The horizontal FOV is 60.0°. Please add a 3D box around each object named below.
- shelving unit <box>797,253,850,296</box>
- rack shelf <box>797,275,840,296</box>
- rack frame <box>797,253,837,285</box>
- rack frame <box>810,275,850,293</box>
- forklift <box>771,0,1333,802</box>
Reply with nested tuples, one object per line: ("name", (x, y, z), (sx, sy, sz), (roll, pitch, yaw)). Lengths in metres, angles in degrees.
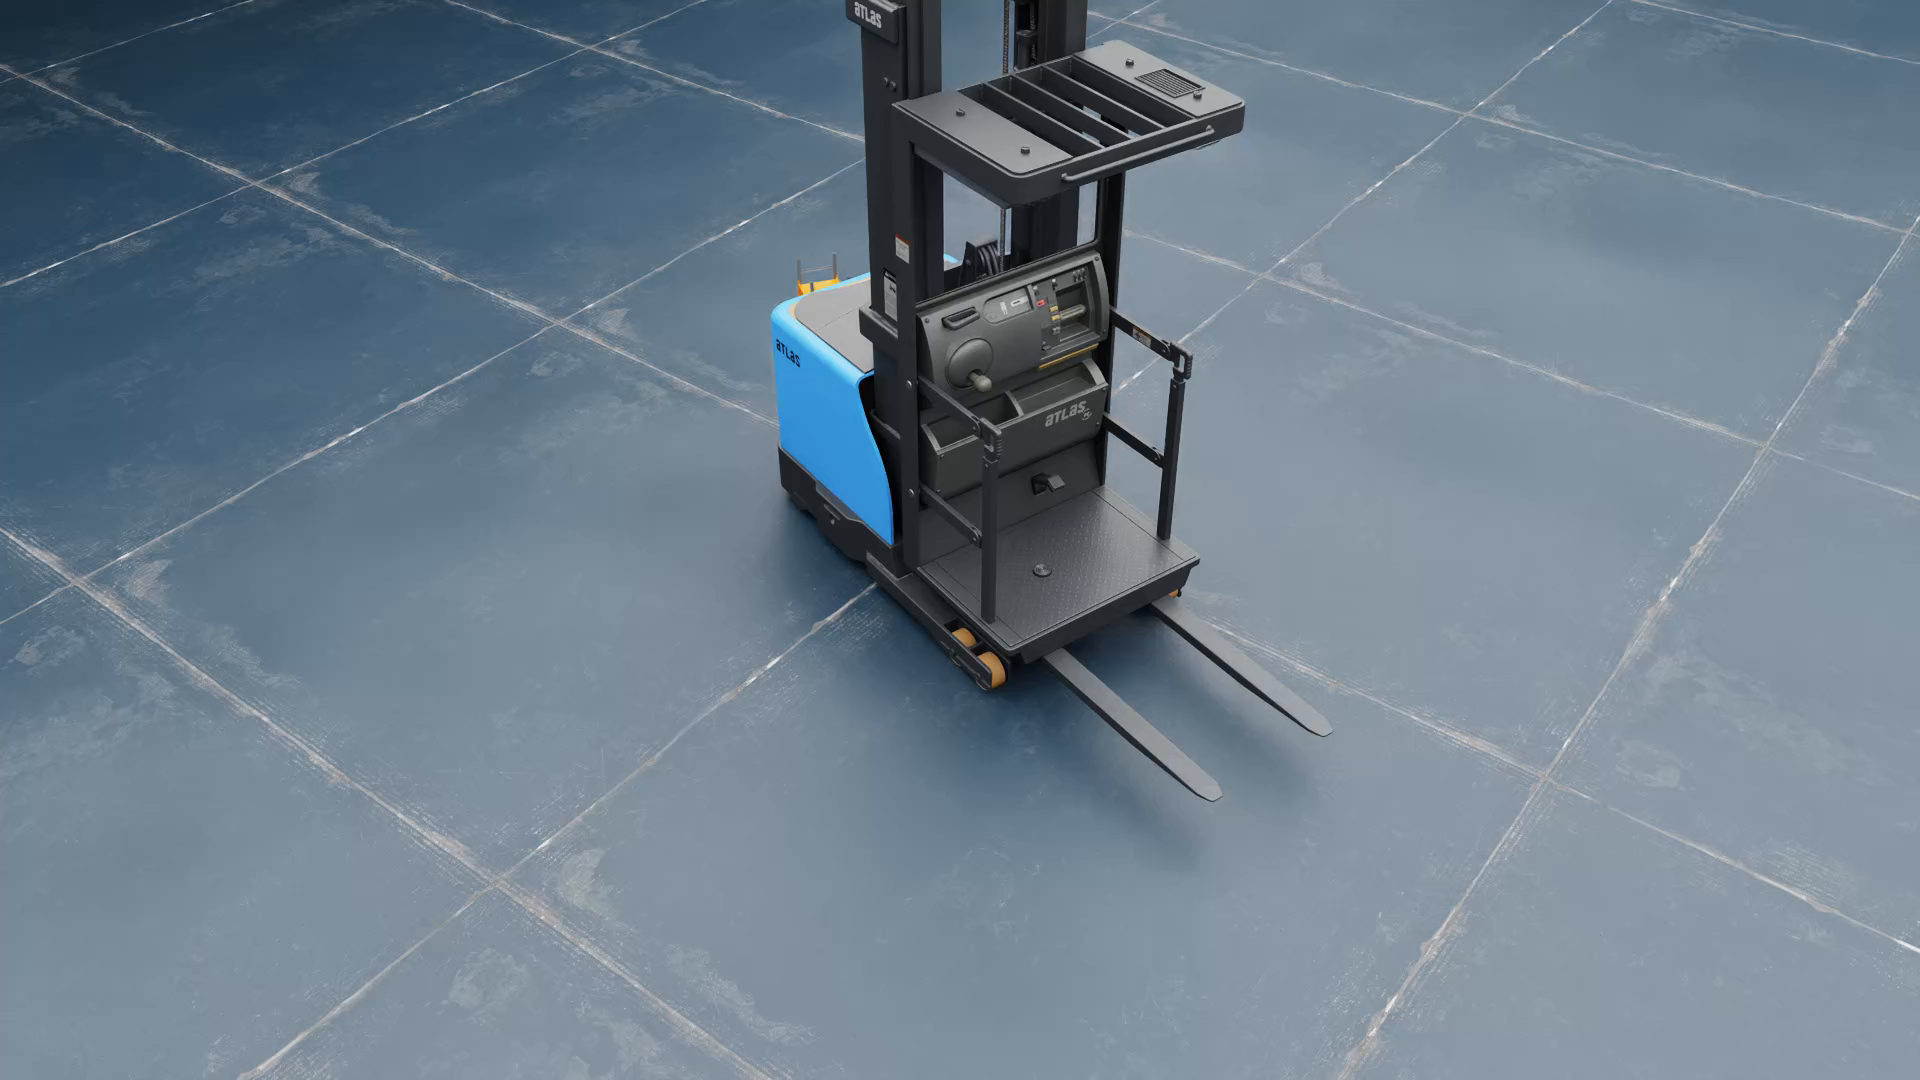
("shelving unit", (-0.669, -0.914, 8.426), (0.215, 1.050, 0.252), (-12, 40, -15))
("rack shelf", (-0.668, -1.130, 8.258), (0.215, 0.259, 0.240), (-12, 40, -15))
("rack frame", (-0.710, -0.985, 8.517), (0.200, 1.050, 0.008), (-12, 40, -15))
("rack frame", (-0.628, -0.844, 8.336), (0.200, 1.050, 0.008), (-12, 40, -15))
("forklift", (0.366, -0.840, 6.807), (1.130, 2.935, 3.031), (-24, 44, -27))
